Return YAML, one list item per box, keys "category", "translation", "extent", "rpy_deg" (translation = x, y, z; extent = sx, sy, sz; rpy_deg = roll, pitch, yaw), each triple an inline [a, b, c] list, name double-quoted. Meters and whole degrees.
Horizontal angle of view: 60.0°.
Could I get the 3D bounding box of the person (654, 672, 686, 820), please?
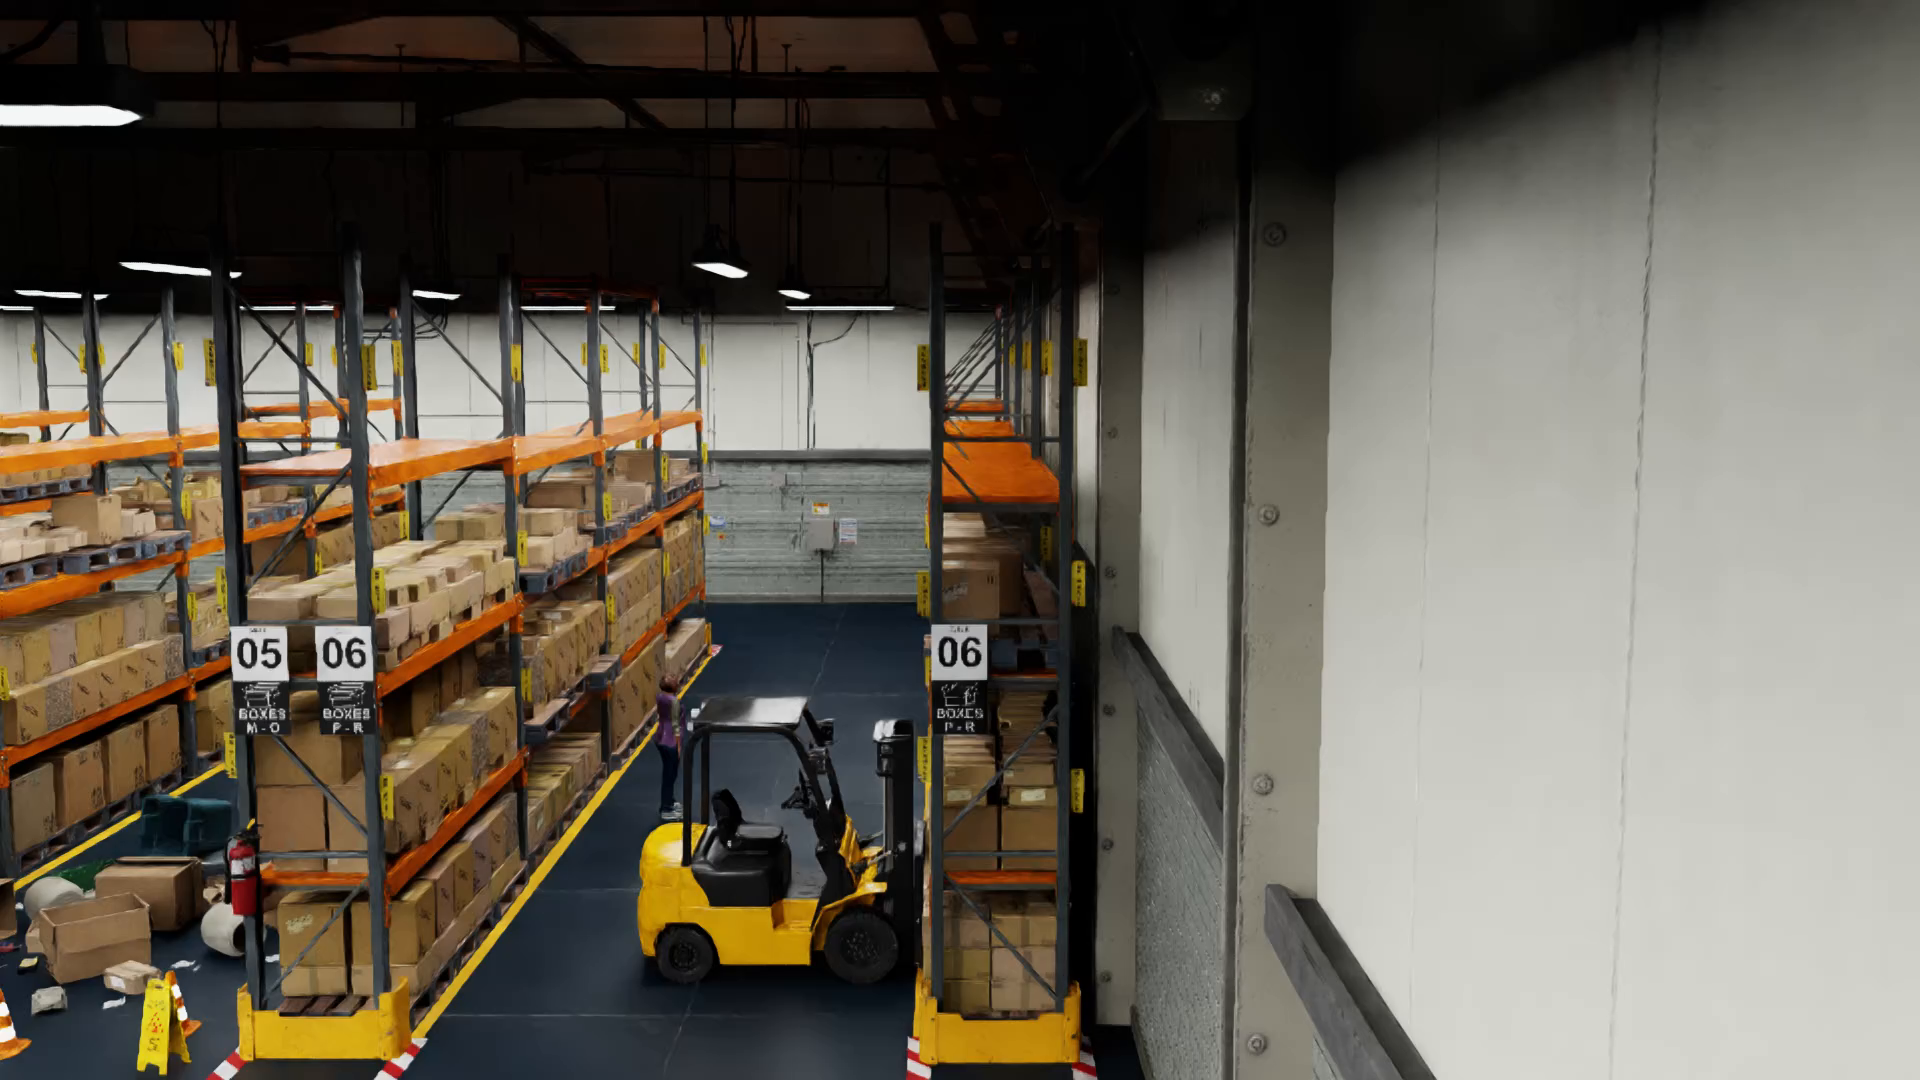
- category: "person"
  translation: [-3.155, 2.239, 18.233]
  extent: [0.401, 1.598, 0.465]
  rpy_deg: [-4, 8, -32]
